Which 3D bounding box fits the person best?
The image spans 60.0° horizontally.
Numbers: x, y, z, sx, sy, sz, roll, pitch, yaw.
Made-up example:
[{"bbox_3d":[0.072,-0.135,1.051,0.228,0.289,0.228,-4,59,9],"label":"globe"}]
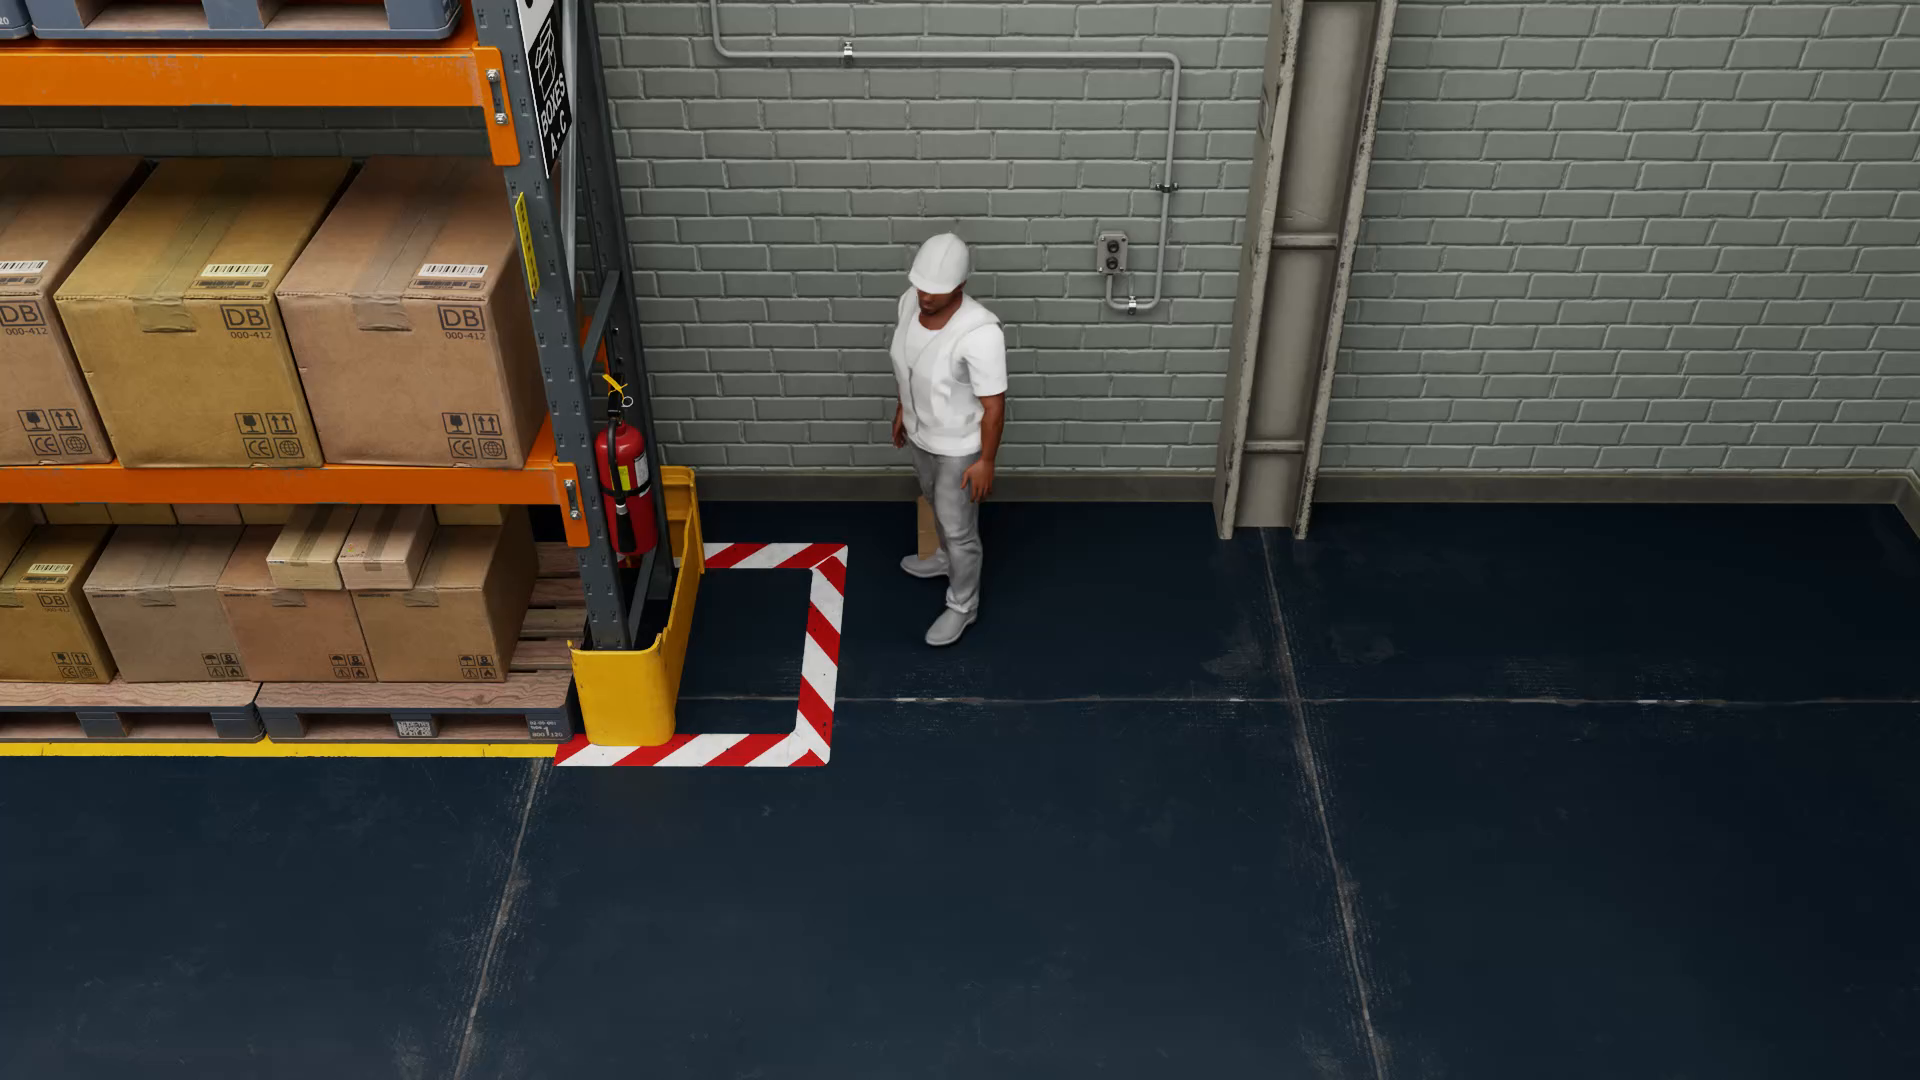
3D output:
[{"bbox_3d":[-0.071,-0.416,6.608,0.453,1.761,0.616,-24,45,-26],"label":"person"}]
